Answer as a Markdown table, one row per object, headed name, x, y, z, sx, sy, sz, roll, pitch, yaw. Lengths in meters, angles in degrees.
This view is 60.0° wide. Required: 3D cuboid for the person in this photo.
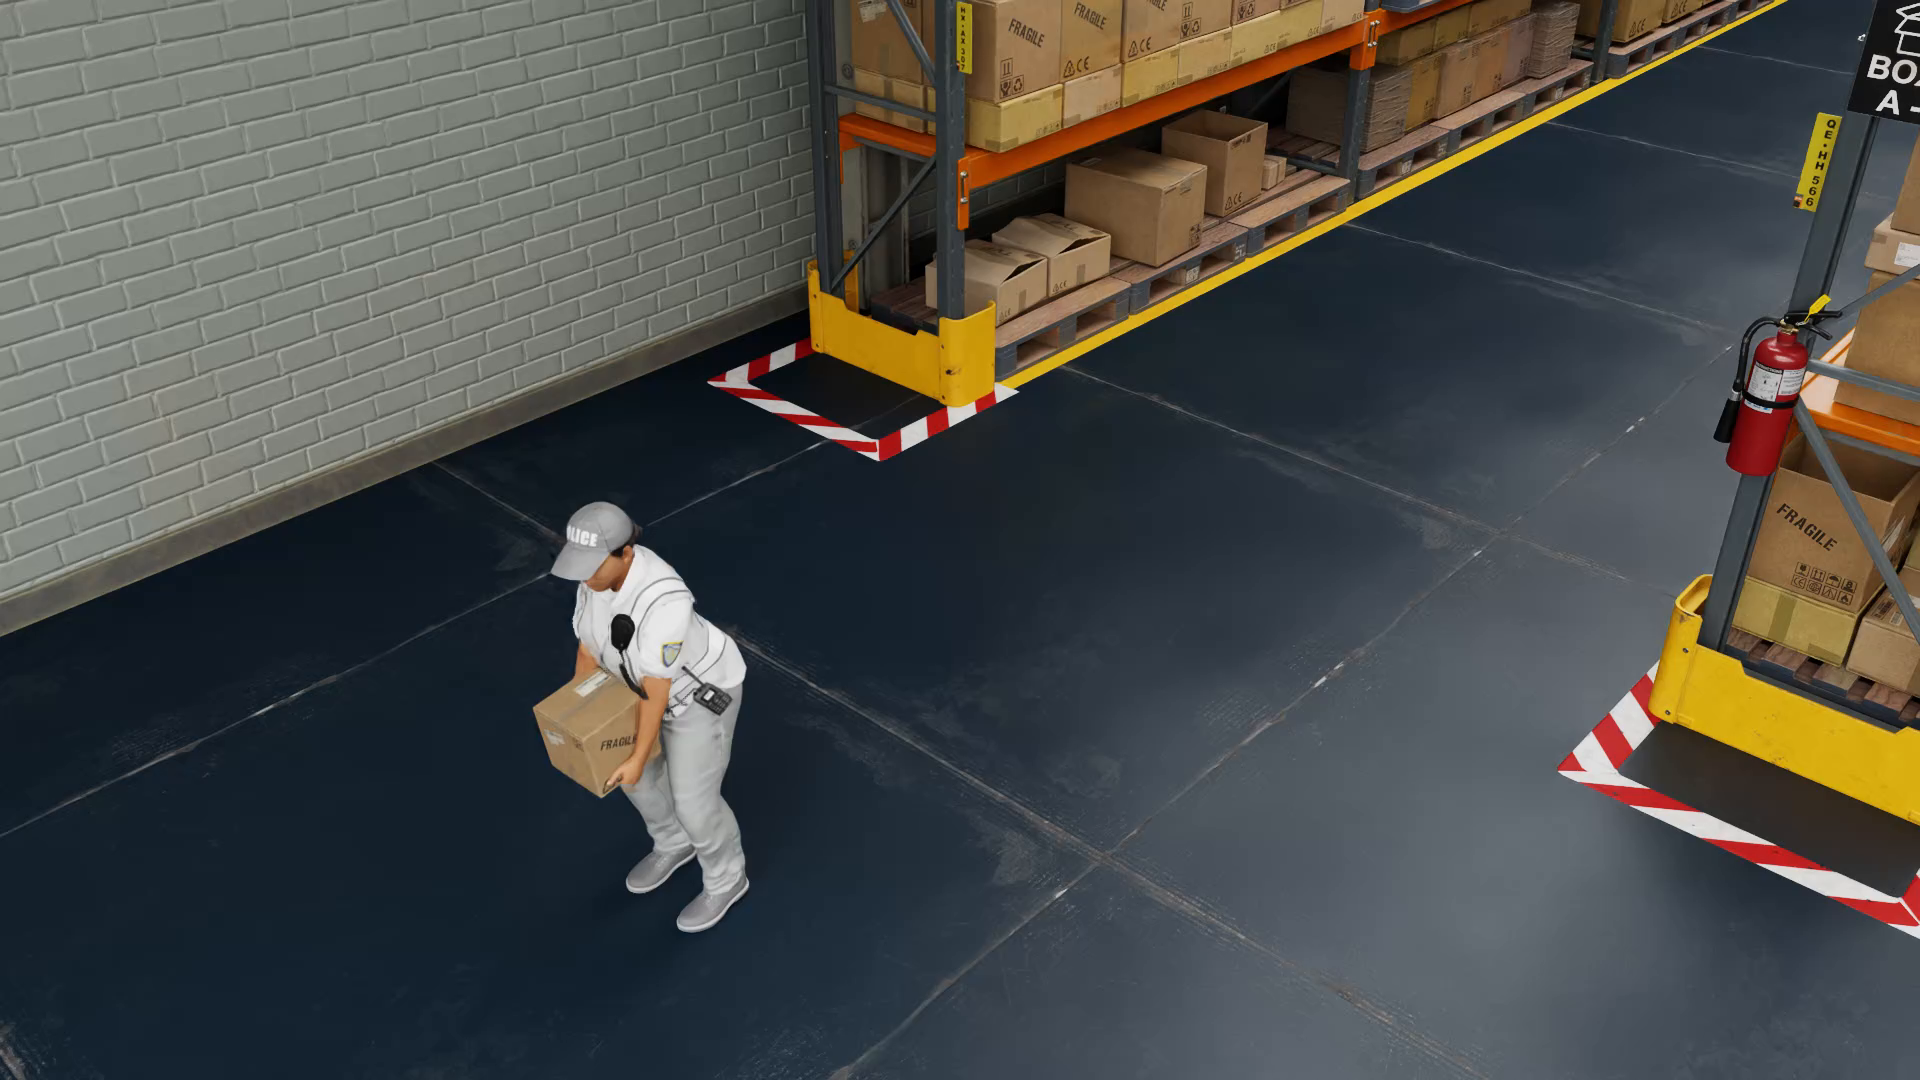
| name | x | y | z | sx | sy | sz | roll | pitch | yaw |
| --- | --- | --- | --- | --- | --- | --- | --- | --- | --- |
| person | -0.975 | 0.543 | 5.298 | 0.452 | 1.621 | 0.597 | 25 | 39 | 34 |
